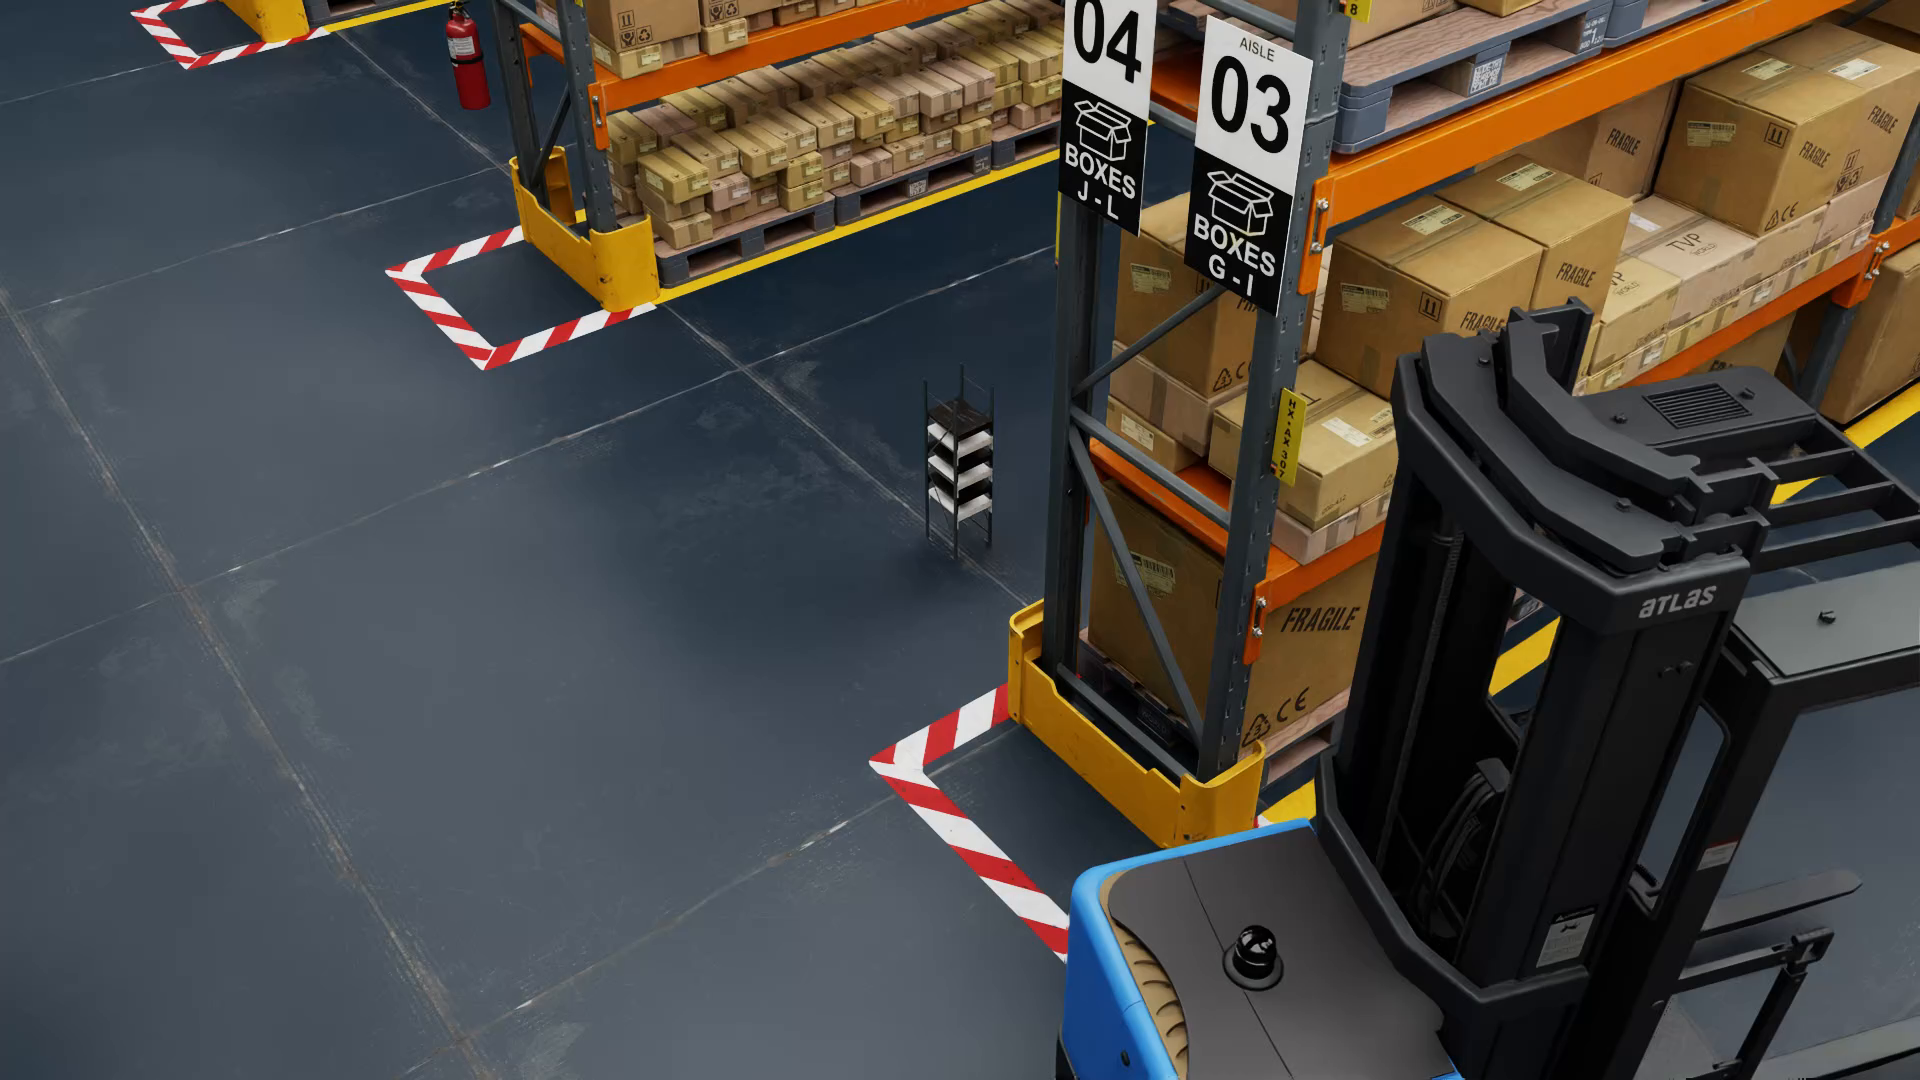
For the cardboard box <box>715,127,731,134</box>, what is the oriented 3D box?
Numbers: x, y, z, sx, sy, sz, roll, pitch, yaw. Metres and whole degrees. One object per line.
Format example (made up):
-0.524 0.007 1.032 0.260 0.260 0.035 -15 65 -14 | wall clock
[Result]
-1.602 -2.490 10.236 0.250 0.149 0.380 -28 47 -30 | cardboard box

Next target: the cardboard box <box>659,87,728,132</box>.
-1.630 -2.620 10.160 0.250 0.149 0.380 -27 46 -29 | cardboard box

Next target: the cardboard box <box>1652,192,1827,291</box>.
3.257 -1.331 7.025 0.500 0.250 0.500 -25 45 -27 | cardboard box

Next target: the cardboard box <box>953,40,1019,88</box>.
0.166 -3.054 10.688 0.250 0.149 0.380 -24 45 -27 | cardboard box

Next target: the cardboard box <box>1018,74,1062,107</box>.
0.449 -2.982 10.835 0.250 0.149 0.380 -28 47 -29 | cardboard box

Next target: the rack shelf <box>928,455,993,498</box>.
-0.006 -0.319 7.615 0.200 0.077 0.258 -26 46 -28 | rack shelf

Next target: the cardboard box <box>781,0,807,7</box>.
-0.928 -3.356 9.297 0.500 0.500 0.500 -25 46 -28 | cardboard box

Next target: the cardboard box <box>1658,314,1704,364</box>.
2.795 -0.902 6.815 0.250 0.149 0.380 -27 46 -29 | cardboard box

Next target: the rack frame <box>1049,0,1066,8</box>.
0.914 -4.311 10.774 0.127 3.000 1.000 -26 46 -28 | rack frame

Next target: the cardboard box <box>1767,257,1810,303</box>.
3.407 -1.200 7.179 0.250 0.149 0.380 -27 46 -29 | cardboard box

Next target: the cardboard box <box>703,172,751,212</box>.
-1.434 -2.092 9.750 0.250 0.149 0.380 -26 46 -28 | cardboard box

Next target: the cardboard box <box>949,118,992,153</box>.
-0.010 -2.649 10.664 0.250 0.149 0.380 -26 46 -28 | cardboard box

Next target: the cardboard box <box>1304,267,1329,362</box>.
1.310 -0.806 6.384 0.500 0.250 0.500 -27 46 -29 | cardboard box

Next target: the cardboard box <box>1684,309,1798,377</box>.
3.284 -0.904 7.965 0.875 0.875 0.875 -26 46 -28 | cardboard box

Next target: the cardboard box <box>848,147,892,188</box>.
-0.632 -2.352 10.302 0.250 0.149 0.380 -28 47 -30 | cardboard box

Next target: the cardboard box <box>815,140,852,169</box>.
-0.872 -2.426 10.157 0.250 0.149 0.380 -28 47 -30 | cardboard box

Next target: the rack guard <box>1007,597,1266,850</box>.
0.666 0.744 6.583 0.348 0.500 1.175 -26 46 -28 | rack guard

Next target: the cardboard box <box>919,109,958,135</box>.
-0.224 -2.732 10.531 0.250 0.149 0.380 -28 47 -30 | cardboard box

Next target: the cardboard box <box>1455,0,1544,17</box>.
1.584 -2.016 5.123 0.500 0.500 0.700 -28 47 -30 | cardboard box

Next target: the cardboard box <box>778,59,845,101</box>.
-0.930 -2.866 10.460 0.250 0.149 0.380 -28 47 -29 | cardboard box

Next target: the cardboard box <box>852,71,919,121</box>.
-0.463 -2.751 10.320 0.250 0.149 0.380 -26 46 -28 | cardboard box

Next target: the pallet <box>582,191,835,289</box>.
-1.532 -2.013 10.171 1.213 0.211 1.003 -26 46 -28 | pallet

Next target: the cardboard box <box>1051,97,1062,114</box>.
0.554 -2.990 11.080 0.250 0.149 0.380 -25 45 -27 | cardboard box

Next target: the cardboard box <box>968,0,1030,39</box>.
0.260 -3.496 11.228 0.250 0.149 0.380 -24 45 -26 | cardboard box

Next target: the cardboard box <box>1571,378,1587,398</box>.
2.185 -0.604 6.453 0.250 0.149 0.380 -26 46 -29 | cardboard box

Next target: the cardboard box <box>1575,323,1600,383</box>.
2.039 -0.736 6.299 0.500 0.250 0.500 -28 47 -29 | cardboard box

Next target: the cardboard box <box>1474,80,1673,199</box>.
2.516 -1.679 6.857 0.500 0.500 0.500 -27 47 -29 | cardboard box

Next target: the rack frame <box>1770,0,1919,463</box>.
3.856 -1.778 7.686 0.127 3.000 1.000 -26 46 -28 | rack frame

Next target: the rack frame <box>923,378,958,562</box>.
-0.087 -0.305 7.546 0.006 0.900 0.240 -26 46 -28 | rack frame

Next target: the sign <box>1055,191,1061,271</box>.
0.365 -1.050 5.698 0.005 0.325 0.100 -26 46 -28 | sign

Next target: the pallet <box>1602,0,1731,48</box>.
2.235 -2.124 5.812 1.213 0.211 1.003 -26 46 -28 | pallet

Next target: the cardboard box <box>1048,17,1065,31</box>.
0.791 -3.333 11.029 0.250 0.149 0.380 -25 45 -27 | cardboard box

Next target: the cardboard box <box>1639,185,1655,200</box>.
2.927 -1.596 7.347 0.500 0.250 0.500 -26 46 -28 | cardboard box

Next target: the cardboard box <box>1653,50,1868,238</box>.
3.255 -1.621 6.787 0.500 0.500 0.500 -26 46 -28 | cardboard box

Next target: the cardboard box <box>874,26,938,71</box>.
-0.355 -3.204 10.872 0.250 0.149 0.380 -25 46 -27 | cardboard box

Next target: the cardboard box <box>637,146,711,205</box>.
-1.635 -2.087 9.511 0.250 0.149 0.380 -28 47 -30 | cardboard box

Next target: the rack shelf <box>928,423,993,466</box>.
-0.006 -0.458 7.501 0.200 0.077 0.258 -26 46 -28 | rack shelf

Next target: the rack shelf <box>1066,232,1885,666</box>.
2.271 -0.727 6.972 4.000 0.370 1.077 -26 46 -28 | rack shelf

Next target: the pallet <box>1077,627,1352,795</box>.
1.271 0.498 7.111 1.213 0.211 1.003 -26 46 -28 | pallet

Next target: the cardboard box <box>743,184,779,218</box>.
-1.297 -2.109 10.006 0.250 0.149 0.380 -25 46 -28 | cardboard box

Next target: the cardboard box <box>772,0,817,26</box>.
-1.026 -3.087 9.479 0.250 0.149 0.380 -26 46 -28 | cardboard box

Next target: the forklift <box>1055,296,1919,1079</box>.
1.895 0.719 4.696 3.031 2.935 1.130 -11 41 -13 | forklift

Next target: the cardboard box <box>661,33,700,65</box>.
-1.624 -2.748 9.066 0.250 0.149 0.380 -24 45 -27 | cardboard box

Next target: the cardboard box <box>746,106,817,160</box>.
-1.066 -2.425 9.922 0.250 0.149 0.380 -28 47 -30 | cardboard box

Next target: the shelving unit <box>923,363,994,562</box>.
-0.006 -0.345 7.594 0.210 0.900 0.258 -26 46 -28 | shelving unit

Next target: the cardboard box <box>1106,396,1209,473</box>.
0.766 -0.438 6.251 0.250 0.149 0.380 -25 46 -27 | cardboard box

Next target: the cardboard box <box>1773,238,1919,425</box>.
4.352 -1.376 8.540 0.875 0.875 1.225 -26 46 -28 | cardboard box

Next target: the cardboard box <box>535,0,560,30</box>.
-2.171 -2.937 9.296 0.250 0.149 0.380 -26 46 -28 | cardboard box

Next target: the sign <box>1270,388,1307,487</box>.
1.018 -0.316 5.159 0.005 0.325 0.100 -26 46 -28 | sign

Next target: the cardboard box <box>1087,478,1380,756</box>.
1.143 0.139 6.693 0.875 0.875 0.875 -26 46 -28 | cardboard box
